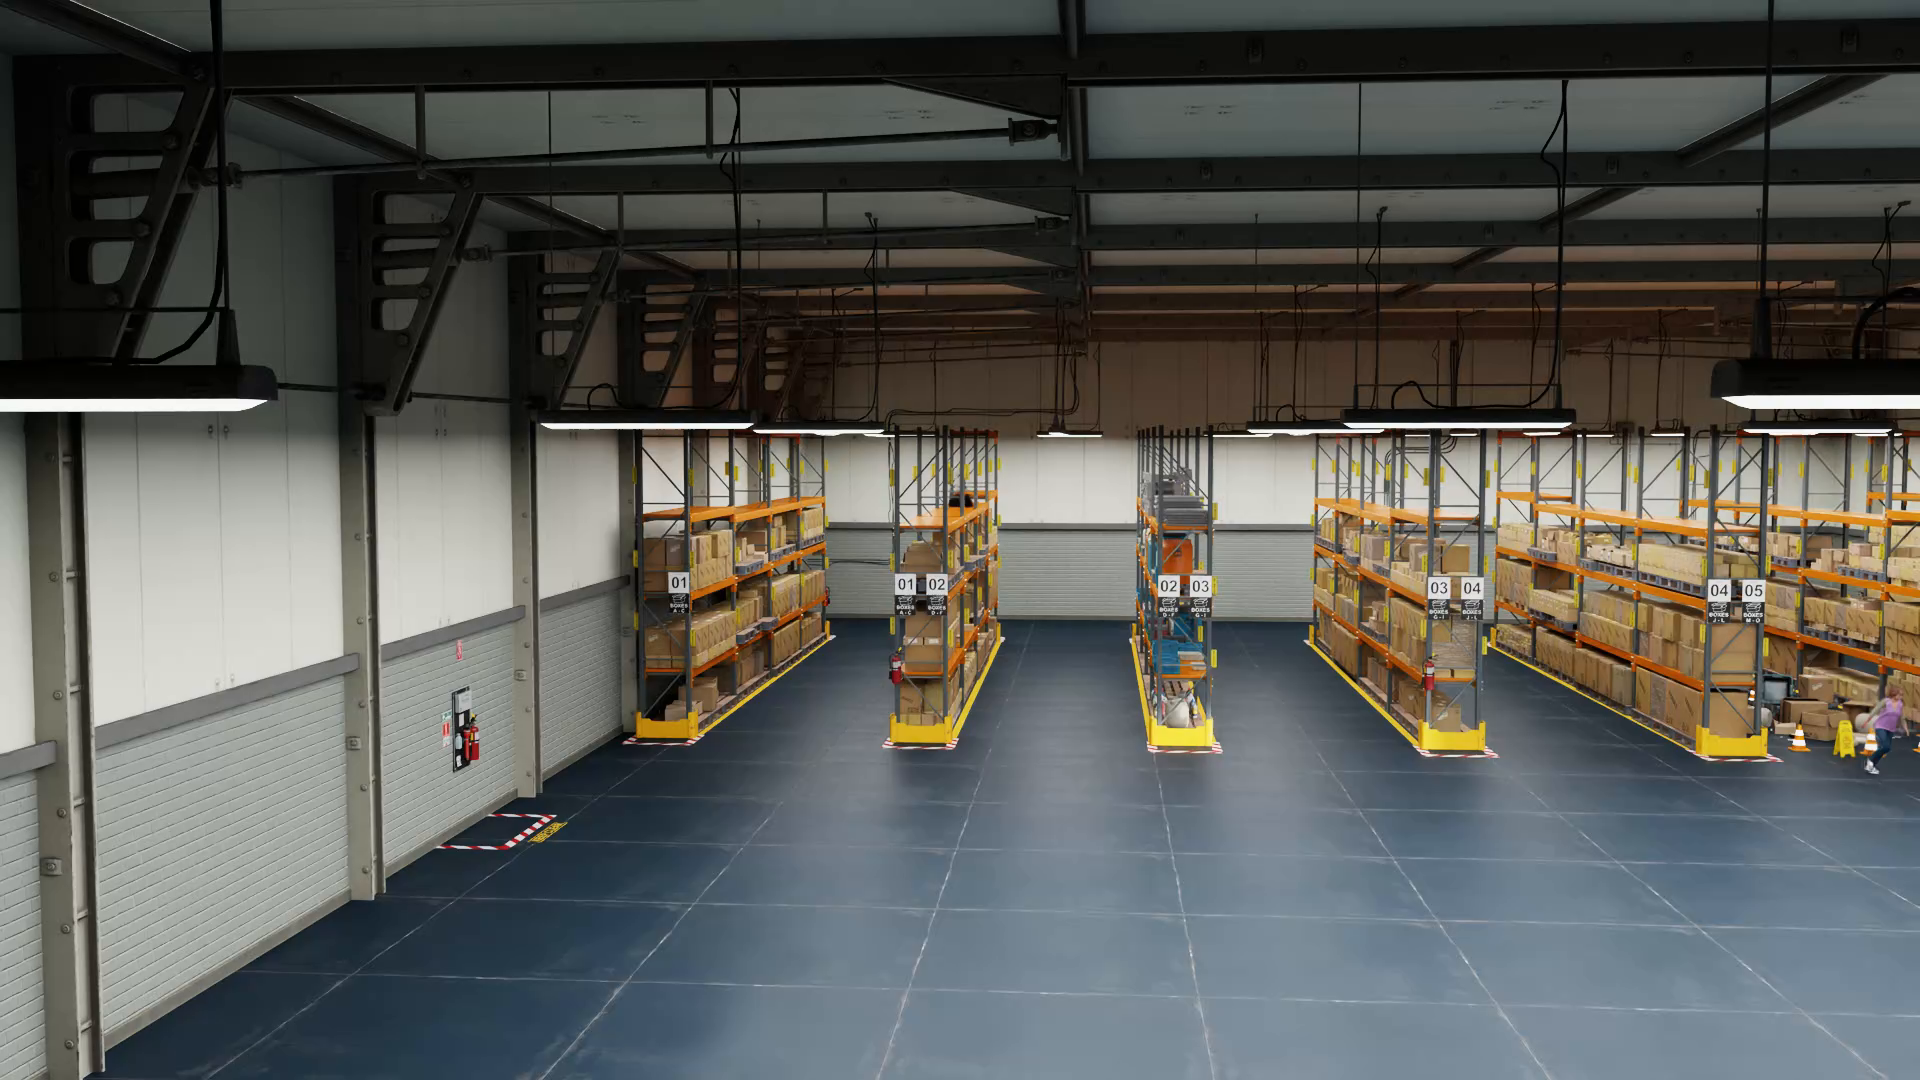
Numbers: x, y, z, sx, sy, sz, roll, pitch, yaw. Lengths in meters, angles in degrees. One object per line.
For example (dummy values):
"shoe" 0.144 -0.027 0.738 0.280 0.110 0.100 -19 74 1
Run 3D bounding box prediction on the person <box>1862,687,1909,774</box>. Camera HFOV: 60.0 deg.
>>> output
"person" 15.808 3.248 28.378 0.530 1.539 0.662 -1 4 -16
